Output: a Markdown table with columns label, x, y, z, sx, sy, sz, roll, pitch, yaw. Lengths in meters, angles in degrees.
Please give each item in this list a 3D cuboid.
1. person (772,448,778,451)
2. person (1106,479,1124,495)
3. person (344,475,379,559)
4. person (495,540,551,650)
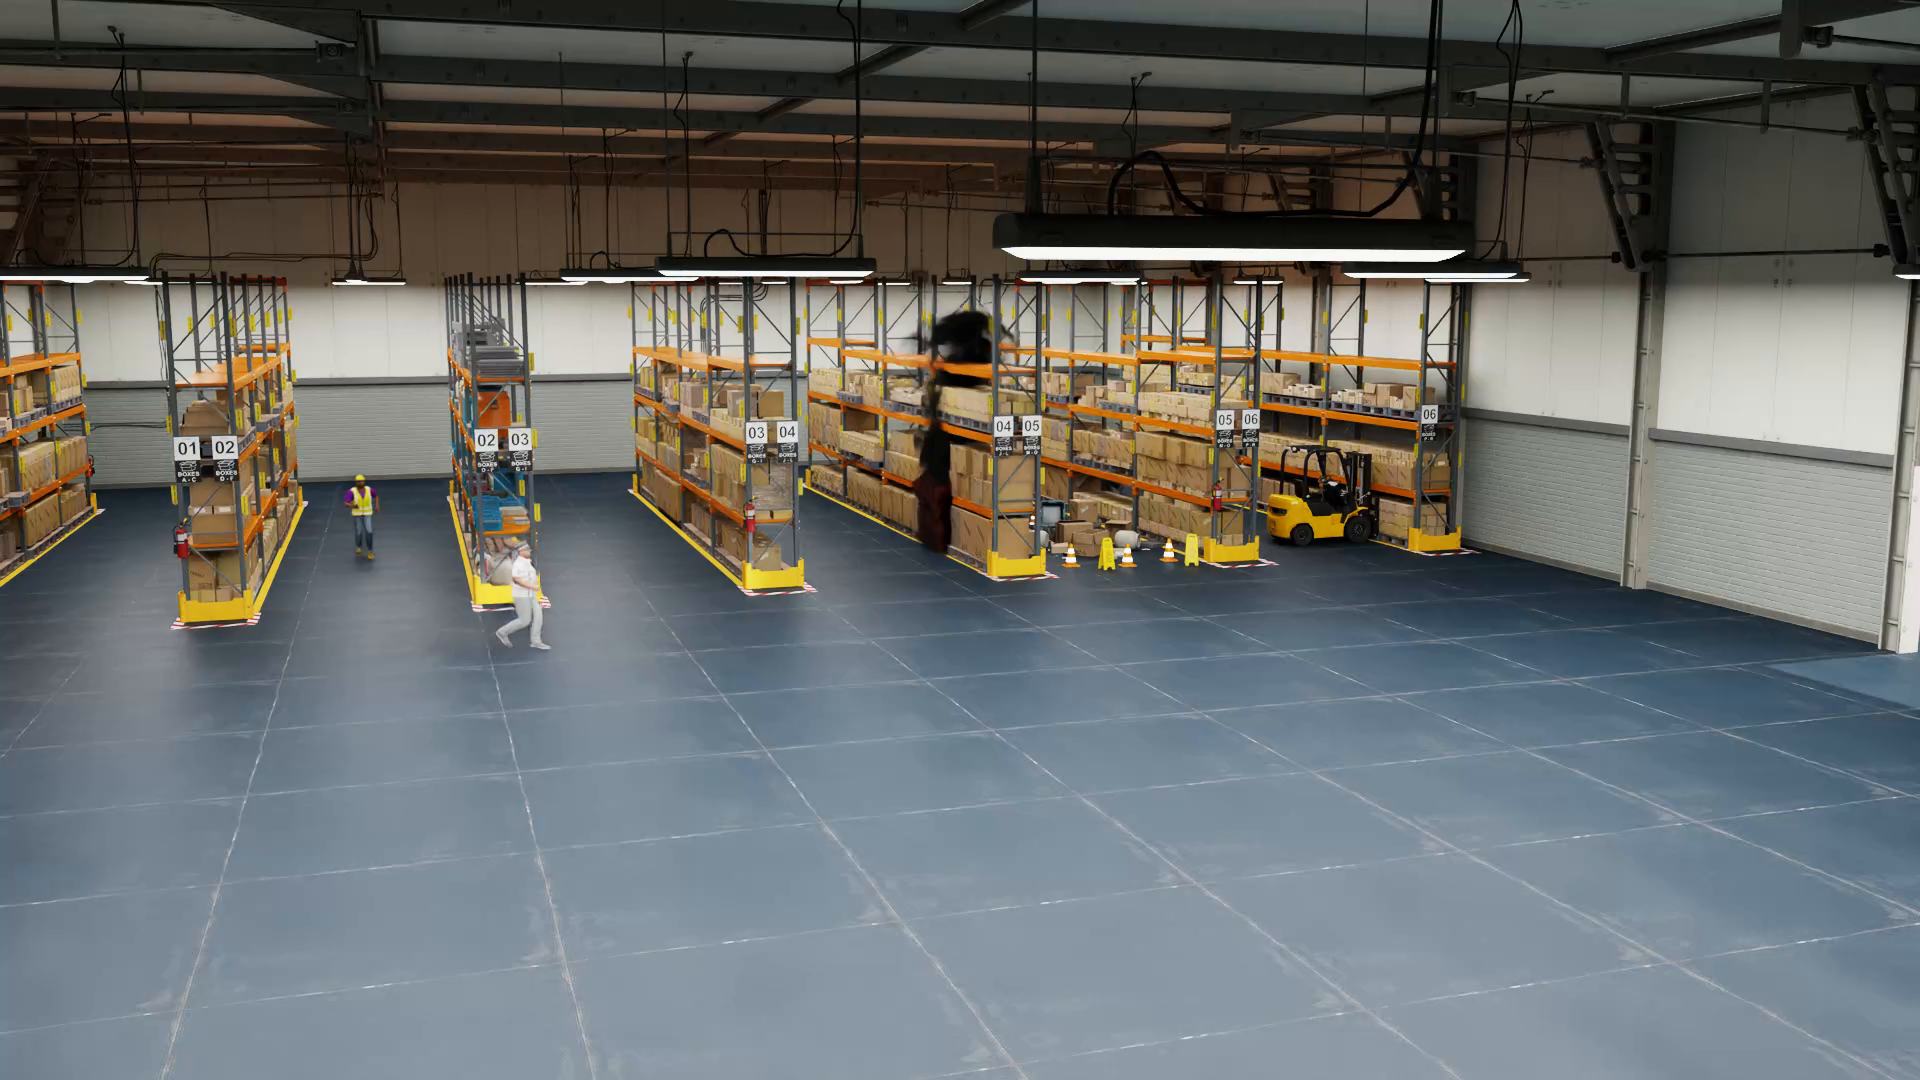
| label | x | y | z | sx | sy | sz | roll | pitch | yaw |
| --- | --- | --- | --- | --- | --- | --- | --- | --- | --- |
| person | -5.658 | -2.363 | 48.358 | 0.865 | 1.541 | 0.586 | -8 | 12 | -44 |
| person | 4.146 | -1.918 | 45.060 | 0.695 | 1.727 | 0.675 | -4 | 10 | -27 |
| person | -12.758 | -0.481 | 35.517 | 0.724 | 1.847 | 0.757 | -4 | 10 | -27 |
| person | -6.973 | 0.884 | 26.467 | 0.851 | 1.783 | 0.667 | 0 | 9 | -2 |
